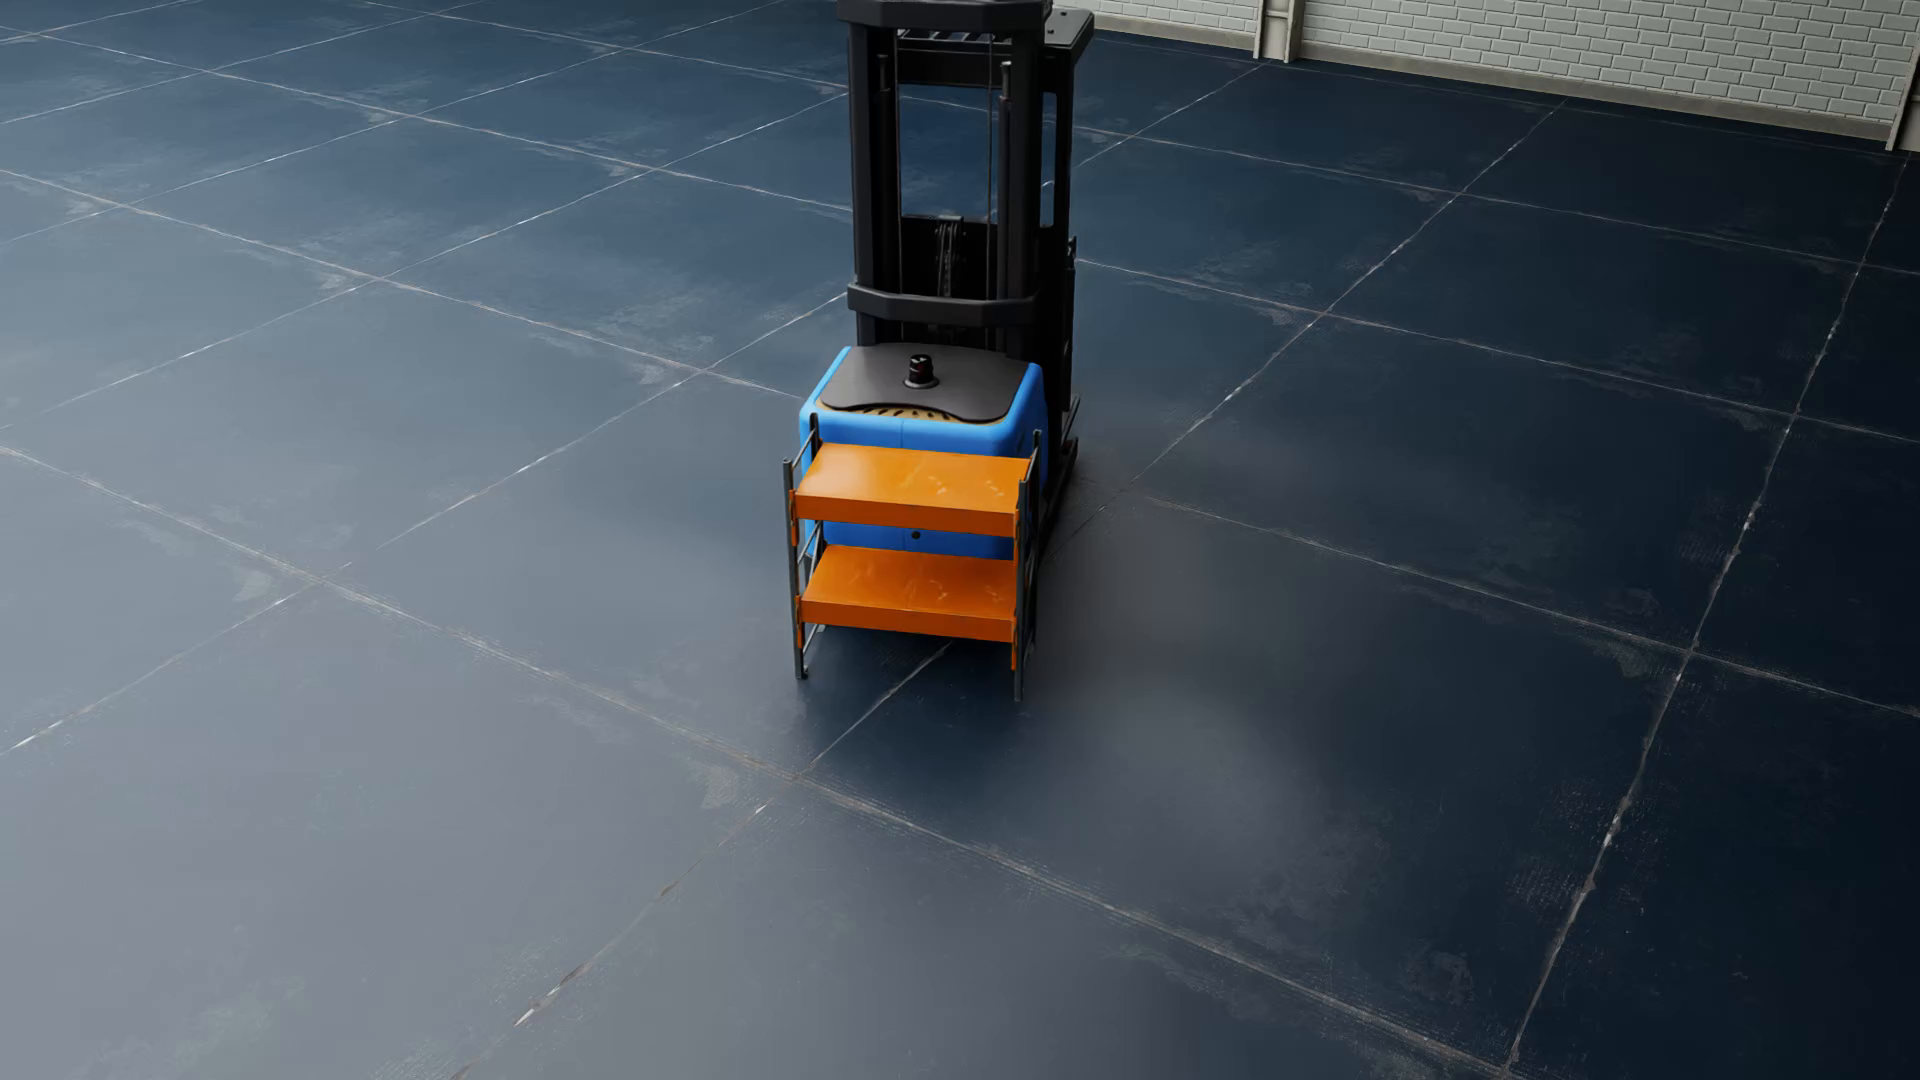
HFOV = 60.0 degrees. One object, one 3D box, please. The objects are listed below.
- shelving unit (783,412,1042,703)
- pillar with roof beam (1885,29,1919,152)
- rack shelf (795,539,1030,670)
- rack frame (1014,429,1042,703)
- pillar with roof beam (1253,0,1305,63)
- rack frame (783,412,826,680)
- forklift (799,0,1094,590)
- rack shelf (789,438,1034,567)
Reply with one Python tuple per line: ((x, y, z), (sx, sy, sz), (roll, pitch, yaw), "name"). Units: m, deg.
((-0.198, 0.077, 7.502), (1.048, 1.125, 0.538), (5, 31, 9), "shelving unit")
((6.108, -5.499, 9.247), (0.400, 9.000, 9.100), (18, 35, 27), "pillar with roof beam")
((-0.198, 0.288, 7.625), (1.000, 0.278, 0.538), (5, 31, 9), "rack shelf")
((0.303, 0.121, 7.425), (0.032, 1.125, 0.500), (5, 31, 9), "rack frame")
((1.026, -7.107, 12.002), (0.400, 9.000, 9.100), (18, 35, 27), "pillar with roof beam")
((-0.699, 0.032, 7.579), (0.032, 1.125, 0.500), (5, 31, 9), "rack frame")
((0.054, -1.606, 8.594), (1.130, 2.935, 3.031), (6, 31, 11), "forklift")
((-0.198, -0.176, 7.354), (1.000, 0.278, 0.538), (5, 31, 9), "rack shelf")
